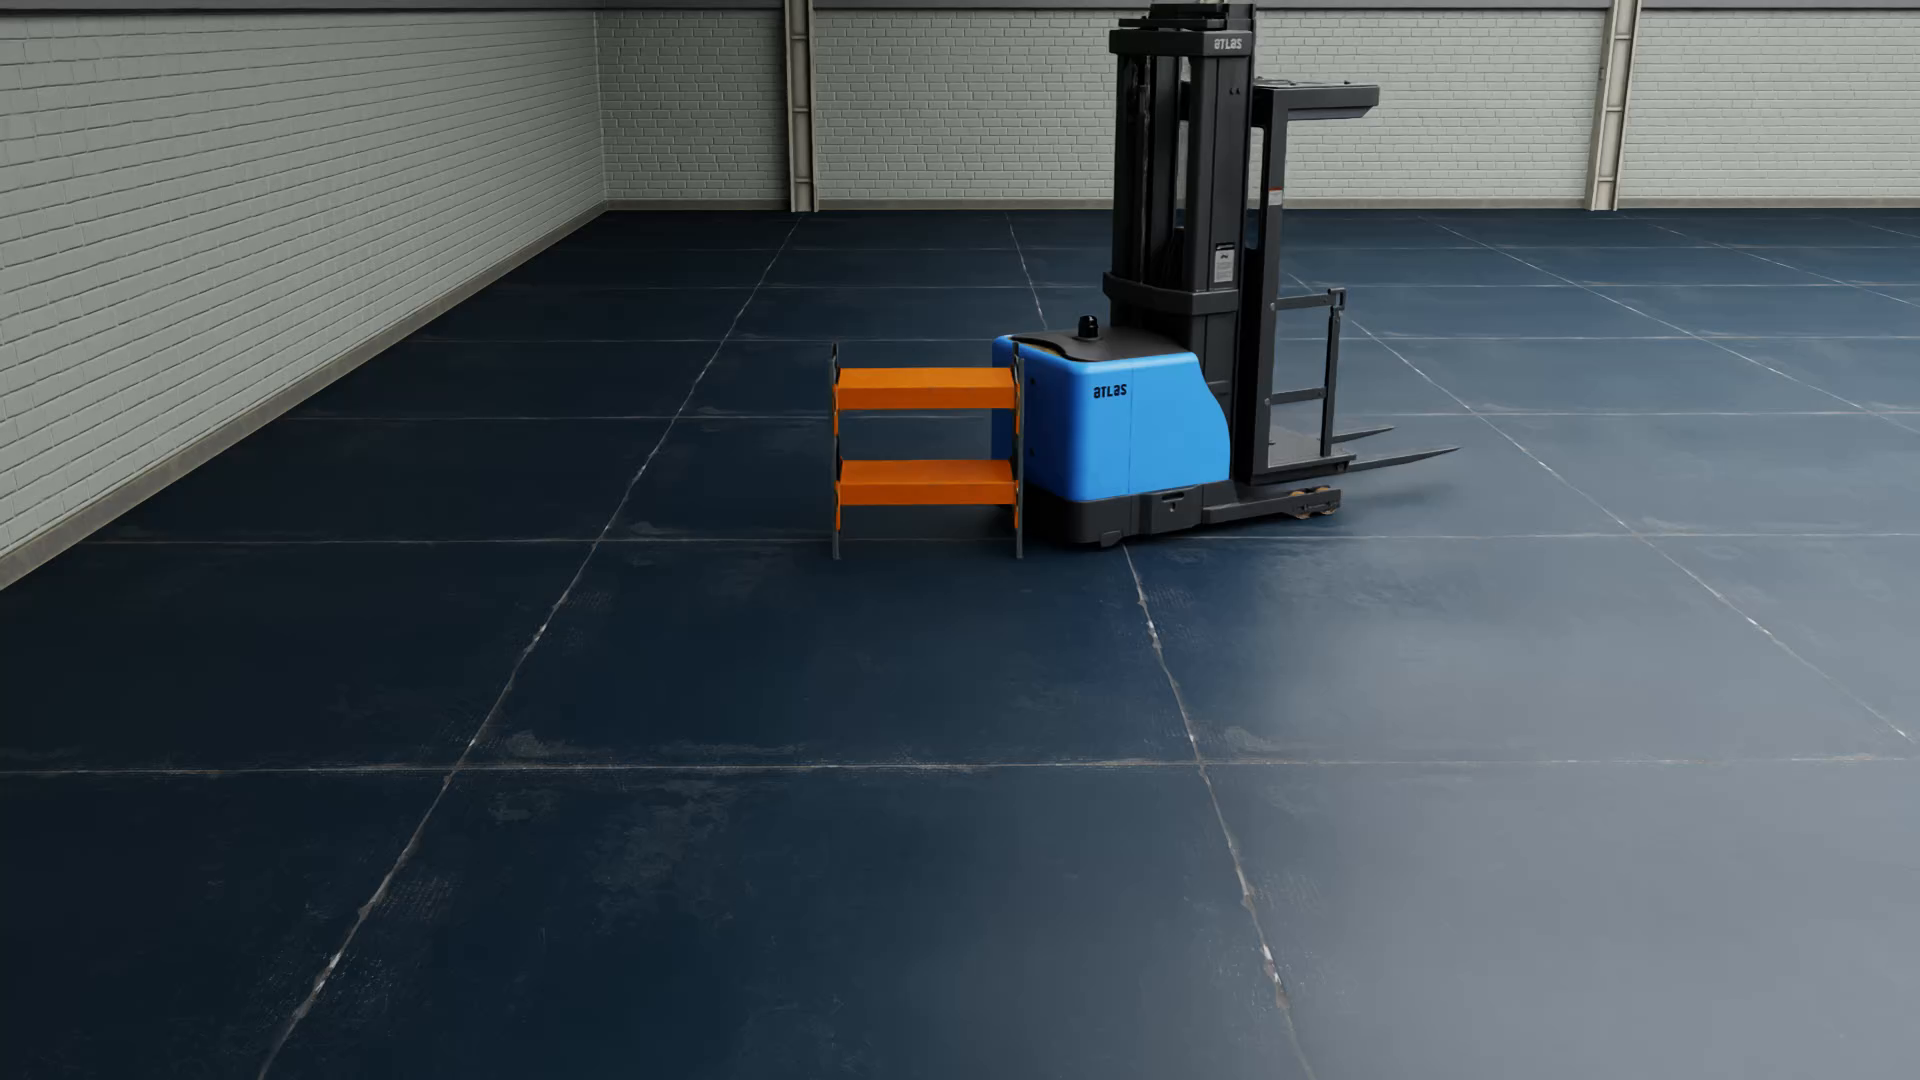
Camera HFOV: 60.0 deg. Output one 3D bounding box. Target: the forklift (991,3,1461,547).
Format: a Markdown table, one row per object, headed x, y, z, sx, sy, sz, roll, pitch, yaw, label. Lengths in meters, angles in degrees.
| x | y | z | sx | sy | sz | roll | pitch | yaw | label |
| --- | --- | --- | --- | --- | --- | --- | --- | --- | --- |
| 1.719 | -1.653 | 9.901 | 3.031 | 2.935 | 1.130 | -9 | 20 | -26 | forklift |

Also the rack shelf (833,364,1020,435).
| x | y | z | sx | sy | sz | roll | pitch | yaw | label |
| --- | --- | --- | --- | --- | --- | --- | --- | --- | --- |
| -0.188 | -0.780 | 9.181 | 1.000 | 0.278 | 0.538 | -1 | 18 | -2 | rack shelf |

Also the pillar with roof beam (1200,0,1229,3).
| x | y | z | sx | sy | sz | roll | pitch | yaw | label |
| --- | --- | --- | --- | --- | --- | --- | --- | --- | --- |
| 3.740 | -7.939 | 19.563 | 0.400 | 9.000 | 9.100 | 0 | 18 | -1 | pillar with roof beam |

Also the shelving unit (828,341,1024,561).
| x | y | z | sx | sy | sz | roll | pitch | yaw | label |
| --- | --- | --- | --- | --- | --- | --- | --- | --- | --- |
| -0.188 | -0.502 | 9.270 | 1.048 | 1.125 | 0.538 | -1 | 18 | -2 | shelving unit |

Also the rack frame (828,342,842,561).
| x | y | z | sx | sy | sz | roll | pitch | yaw | label |
| --- | --- | --- | --- | --- | --- | --- | --- | --- | --- |
| -0.696 | -0.497 | 9.256 | 0.032 | 1.125 | 0.500 | -1 | 18 | -2 | rack frame |

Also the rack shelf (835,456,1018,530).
| x | y | z | sx | sy | sz | roll | pitch | yaw | label |
| --- | --- | --- | --- | --- | --- | --- | --- | --- | --- |
| -0.188 | -0.269 | 9.345 | 1.000 | 0.278 | 0.538 | -1 | 18 | -2 | rack shelf |

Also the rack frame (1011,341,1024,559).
| x | y | z | sx | sy | sz | roll | pitch | yaw | label |
| --- | --- | --- | --- | --- | --- | --- | --- | --- | --- |
| 0.320 | -0.506 | 9.284 | 0.032 | 1.125 | 0.500 | -1 | 18 | -2 | rack frame |

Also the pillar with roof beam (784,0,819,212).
| x | y | z | sx | sy | sz | roll | pitch | yaw | label |
| --- | --- | --- | --- | --- | --- | --- | --- | --- | --- |
| -2.259 | -7.910 | 19.473 | 0.400 | 9.000 | 9.100 | 0 | 18 | -1 | pillar with roof beam |

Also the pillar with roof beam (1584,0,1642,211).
| x | y | z | sx | sy | sz | roll | pitch | yaw | label |
| --- | --- | --- | --- | --- | --- | --- | --- | --- | --- |
| 9.739 | -7.968 | 19.654 | 0.400 | 9.000 | 9.100 | 0 | 18 | -1 | pillar with roof beam |
